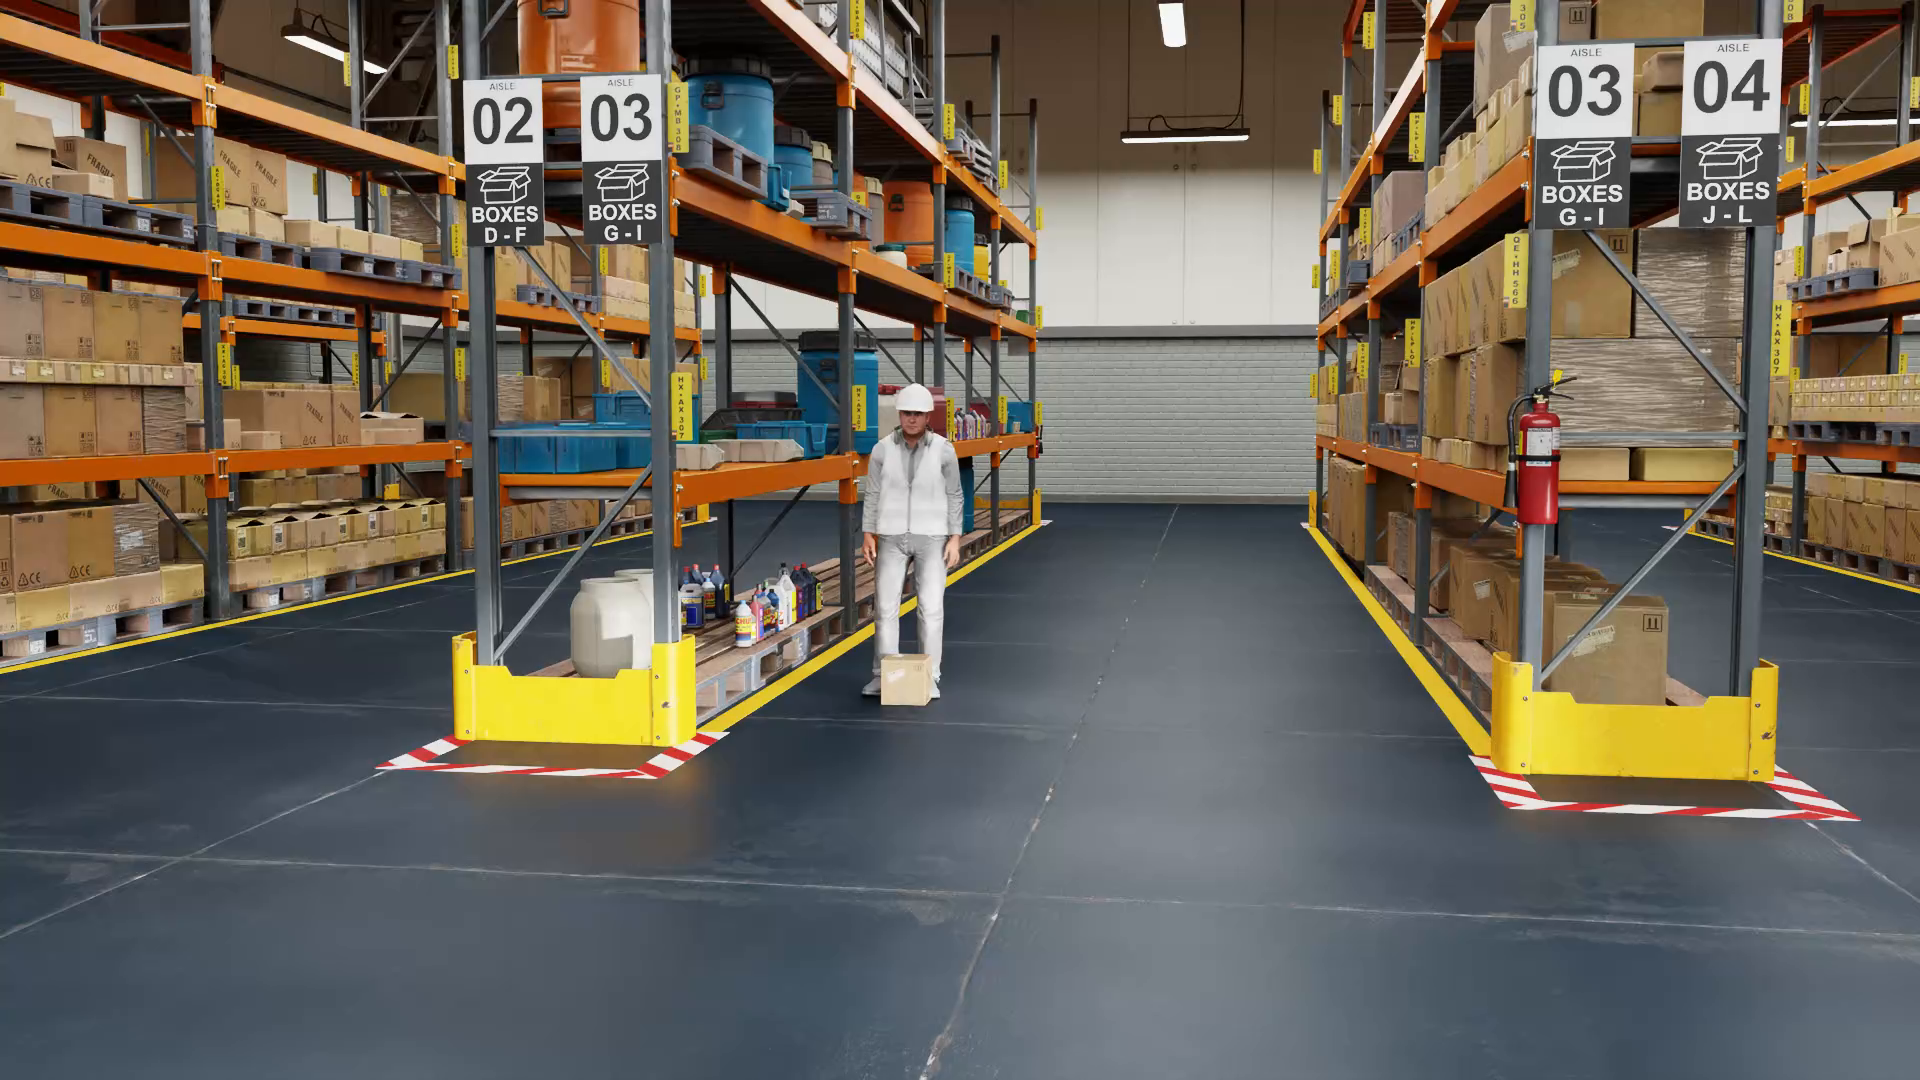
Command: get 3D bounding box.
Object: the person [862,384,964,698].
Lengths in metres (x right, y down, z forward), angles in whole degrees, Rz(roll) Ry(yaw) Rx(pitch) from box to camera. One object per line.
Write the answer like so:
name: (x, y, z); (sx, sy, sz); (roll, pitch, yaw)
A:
person: (-0.273, -0.001, 9.475); (0.581, 1.771, 0.472); (0, 4, 6)
